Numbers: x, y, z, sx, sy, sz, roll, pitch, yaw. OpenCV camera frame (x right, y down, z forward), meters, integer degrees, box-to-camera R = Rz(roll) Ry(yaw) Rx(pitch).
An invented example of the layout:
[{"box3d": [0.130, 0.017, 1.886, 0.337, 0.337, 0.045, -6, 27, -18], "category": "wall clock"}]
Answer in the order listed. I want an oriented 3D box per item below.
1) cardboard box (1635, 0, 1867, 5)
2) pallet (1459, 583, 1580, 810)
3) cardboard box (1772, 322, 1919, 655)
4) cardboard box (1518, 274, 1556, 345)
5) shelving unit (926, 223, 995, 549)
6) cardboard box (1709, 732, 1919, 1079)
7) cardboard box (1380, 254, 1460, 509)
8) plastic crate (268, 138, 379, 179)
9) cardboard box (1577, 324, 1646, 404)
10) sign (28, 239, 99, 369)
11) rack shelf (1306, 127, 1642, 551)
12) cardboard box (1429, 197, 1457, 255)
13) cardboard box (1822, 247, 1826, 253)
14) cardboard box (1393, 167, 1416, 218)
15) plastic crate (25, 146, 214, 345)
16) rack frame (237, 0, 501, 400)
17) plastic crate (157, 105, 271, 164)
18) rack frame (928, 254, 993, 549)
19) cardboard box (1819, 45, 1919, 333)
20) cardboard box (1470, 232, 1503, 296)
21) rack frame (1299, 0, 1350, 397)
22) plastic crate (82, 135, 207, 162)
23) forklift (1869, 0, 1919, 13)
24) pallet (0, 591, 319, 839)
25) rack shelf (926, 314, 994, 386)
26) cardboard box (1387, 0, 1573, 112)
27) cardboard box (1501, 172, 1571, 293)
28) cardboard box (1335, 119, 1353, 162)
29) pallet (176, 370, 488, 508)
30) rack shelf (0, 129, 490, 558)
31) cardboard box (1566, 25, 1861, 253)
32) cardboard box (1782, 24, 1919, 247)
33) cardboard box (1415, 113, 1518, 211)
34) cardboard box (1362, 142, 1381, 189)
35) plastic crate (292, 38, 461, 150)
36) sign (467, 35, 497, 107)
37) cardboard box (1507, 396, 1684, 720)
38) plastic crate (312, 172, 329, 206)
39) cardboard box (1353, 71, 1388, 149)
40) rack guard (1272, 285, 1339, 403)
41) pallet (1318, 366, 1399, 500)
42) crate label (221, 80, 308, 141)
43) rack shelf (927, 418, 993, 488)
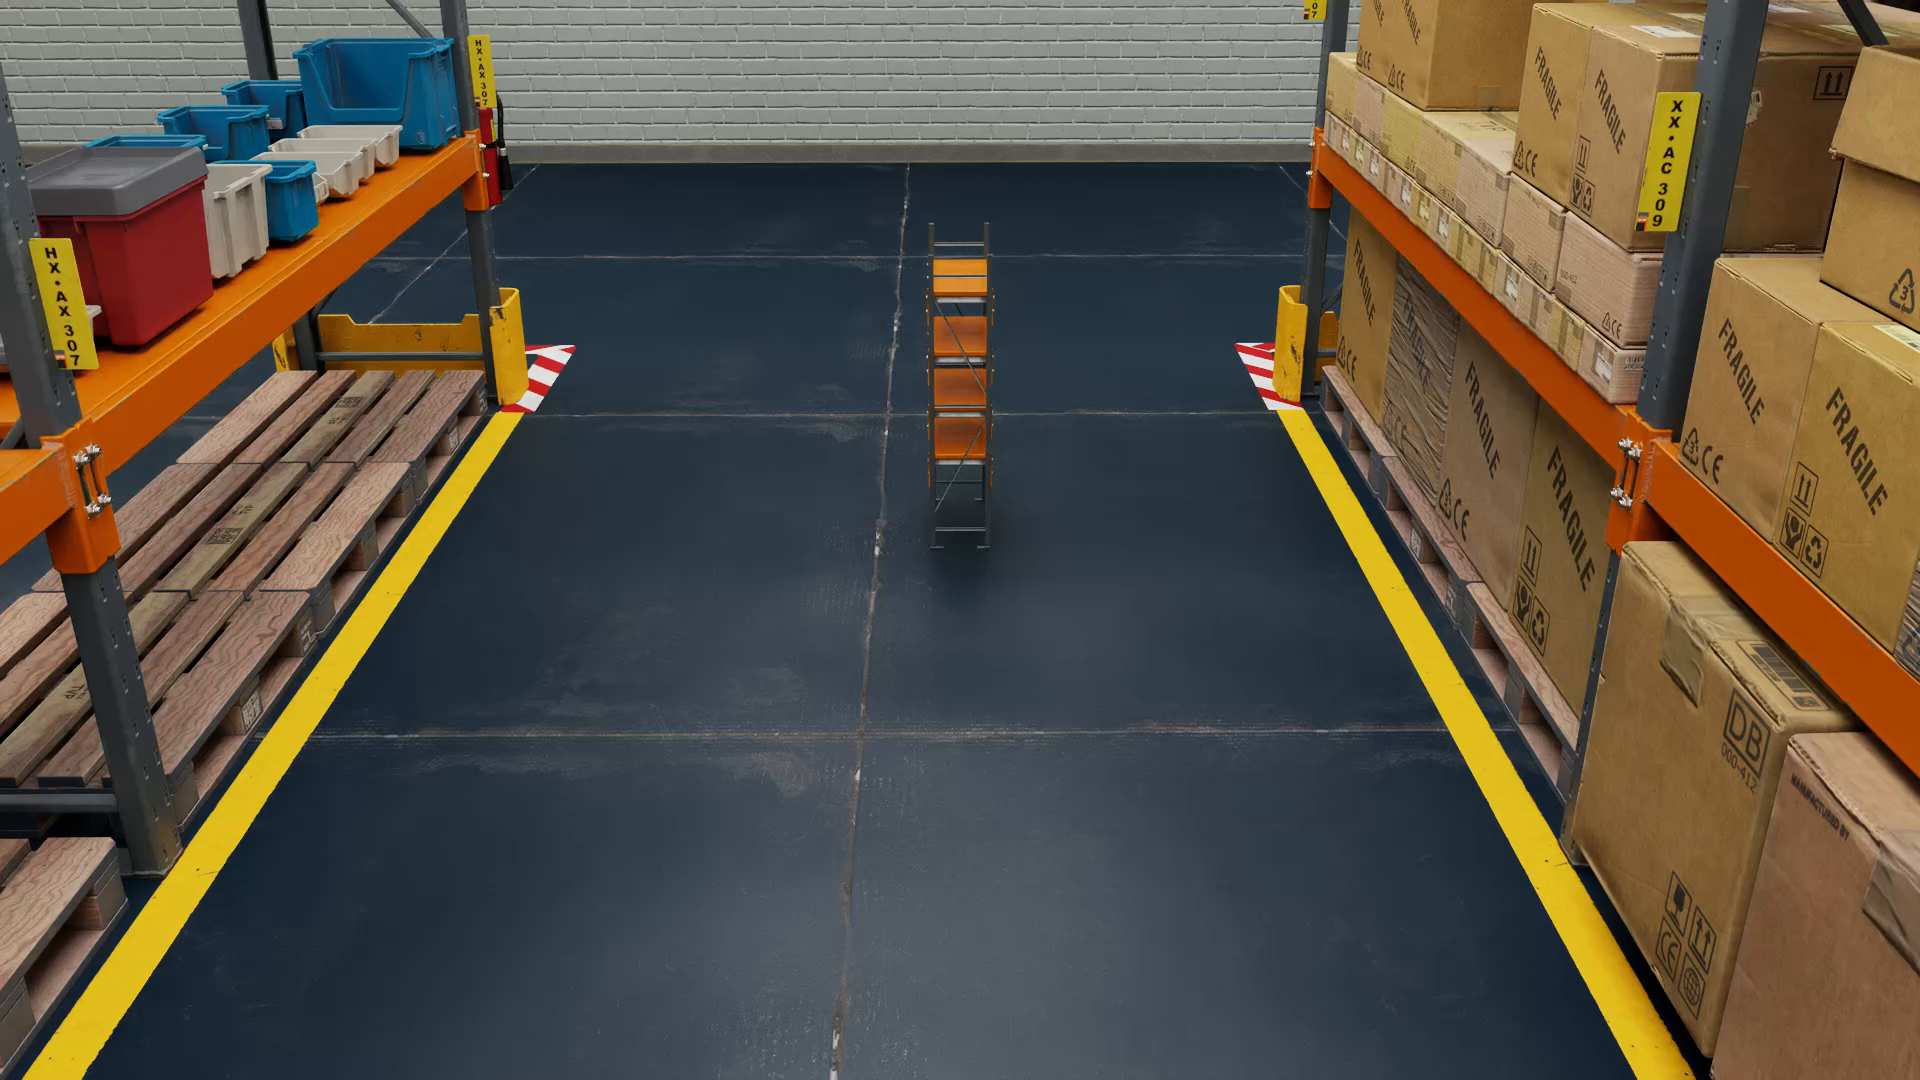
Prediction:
[{"box3d": [2.471, -1.490, 5.315, 0.500, 0.500, 0.500, -1, 24, -2], "category": "cardboard box"}, {"box3d": [2.299, 0.492, 5.406, 1.003, 0.211, 1.213, 0, 24, -1], "category": "pallet"}, {"box3d": [1.990, -0.113, 3.238, 0.500, 0.500, 0.500, 0, 24, 0], "category": "cardboard box"}, {"box3d": [1.892, -0.686, 4.933, 0.380, 0.149, 0.250, -1, 24, -1], "category": "cardboard box"}, {"box3d": [-0.002, -0.615, 6.654, 0.258, 1.200, 0.503, 0, 24, -1], "category": "shelving unit"}, {"box3d": [2.266, 0.944, 3.092, 1.225, 0.875, 0.875, -1, 24, -2], "category": "cardboard box"}, {"box3d": [2.282, -0.698, 6.722, 0.875, 0.875, 0.875, 0, 24, -1], "category": "cardboard box"}, {"box3d": [-2.589, -1.543, 6.770, 0.396, 0.136, 0.243, 0, 24, -1], "category": "plastic crate"}, {"box3d": [1.898, -0.475, 4.464, 0.380, 0.149, 0.250, 0, 24, 0], "category": "cardboard box"}, {"box3d": [-2.174, -0.570, 4.035, 0.100, 0.325, 0.005, 0, 24, -1], "category": "sign"}, {"box3d": [2.207, -0.961, 6.108, 1.077, 0.370, 4.000, 0, 24, -1], "category": "rack shelf"}, {"box3d": [1.882, -1.109, 5.867, 0.380, 0.149, 0.250, 0, 24, 0], "category": "cardboard box"}, {"box3d": [2.486, -0.727, 4.538, 0.500, 0.250, 0.500, -1, 24, -2], "category": "cardboard box"}, {"box3d": [1.875, -1.321, 6.336, 0.380, 0.149, 0.250, -1, 24, -1], "category": "cardboard box"}, {"box3d": [-2.483, -0.868, 4.879, 0.402, 0.464, 0.583, 0, 24, -1], "category": "plastic crate"}, {"box3d": [-2.768, -2.091, 7.733, 1.000, 3.000, 0.127, 0, 24, -1], "category": "rack frame"}, {"box3d": [-3.087, -1.667, 6.927, 0.416, 0.233, 0.300, 0, 24, -1], "category": "plastic crate"}, {"box3d": [0.001, -0.514, 6.431, 0.240, 1.200, 0.015, 0, 24, -1], "category": "rack frame"}, {"box3d": [2.244, -0.704, 3.329, 0.797, 0.503, 0.637, -1, 24, -2], "category": "cardboard box"}, {"box3d": [1.886, -0.899, 5.402, 0.380, 0.149, 0.250, 0, 24, 0], "category": "cardboard box"}, {"box3d": [2.185, -2.113, 7.782, 1.000, 3.000, 0.127, 0, 24, -1], "category": "rack frame"}, {"box3d": [-3.080, -1.396, 6.327, 0.416, 0.233, 0.300, 0, 24, -1], "category": "plastic crate"}, {"box3d": [4.673, -2.205, 8.068, 1.130, 2.935, 3.031, -8, 26, -17], "category": "forklift"}, {"box3d": [-2.771, 0.525, 5.333, 1.003, 0.211, 1.213, 0, 24, -1], "category": "pallet"}, {"box3d": [-0.002, -0.757, 6.589, 0.258, 0.148, 0.480, 0, 24, -1], "category": "rack shelf"}, {"box3d": [1.938, -1.904, 6.230, 0.500, 0.500, 0.500, -1, 24, -2], "category": "cardboard box"}, {"box3d": [1.953, -0.926, 4.979, 0.500, 0.250, 0.500, 0, 24, 1], "category": "cardboard box"}, {"box3d": [1.863, -1.745, 7.274, 0.380, 0.149, 0.250, -1, 24, -1], "category": "cardboard box"}, {"box3d": [-2.797, -0.480, 7.556, 1.003, 0.211, 1.213, 0, 24, -1], "category": "pallet"}, {"box3d": [-2.746, -0.939, 6.059, 1.077, 0.370, 4.000, 0, 24, -1], "category": "rack shelf"}, {"box3d": [1.956, -1.062, 4.369, 0.500, 0.500, 0.500, 0, 24, 1], "category": "cardboard box"}, {"box3d": [2.479, -1.072, 4.392, 0.500, 0.500, 0.500, 0, 24, -1], "category": "cardboard box"}, {"box3d": [1.946, -1.345, 5.905, 0.500, 0.250, 0.500, -1, 24, -2], "category": "cardboard box"}, {"box3d": [1.870, -1.532, 6.803, 0.380, 0.149, 0.250, -1, 24, -1], "category": "cardboard box"}, {"box3d": [-2.577, -1.997, 7.410, 0.616, 0.435, 0.499, 0, 24, -1], "category": "plastic crate"}, {"box3d": [-2.218, -2.174, 7.720, 0.100, 0.325, 0.005, 0, 24, -1], "category": "sign"}, {"box3d": [2.302, 0.040, 5.091, 0.875, 0.875, 0.875, 0, 24, -1], "category": "cardboard box"}, {"box3d": [-2.540, -1.307, 6.247, 0.298, 0.136, 0.250, 0, 24, -1], "category": "plastic crate"}, {"box3d": [1.933, -1.767, 6.838, 0.500, 0.250, 0.500, -1, 24, -1], "category": "cardboard box"}, {"box3d": [2.185, -0.984, 8.319, 1.175, 0.500, 0.348, 0, 24, -1], "category": "rack guard"}, {"box3d": [2.272, -0.513, 7.629, 1.003, 0.211, 1.213, 0, 24, -1], "category": "pallet"}, {"box3d": [-3.094, -1.939, 7.527, 0.416, 0.233, 0.303, 0, 24, -1], "category": "crate label"}, {"box3d": [-0.002, -0.373, 6.763, 0.258, 0.148, 0.480, 0, 24, -1], "category": "rack shelf"}]
